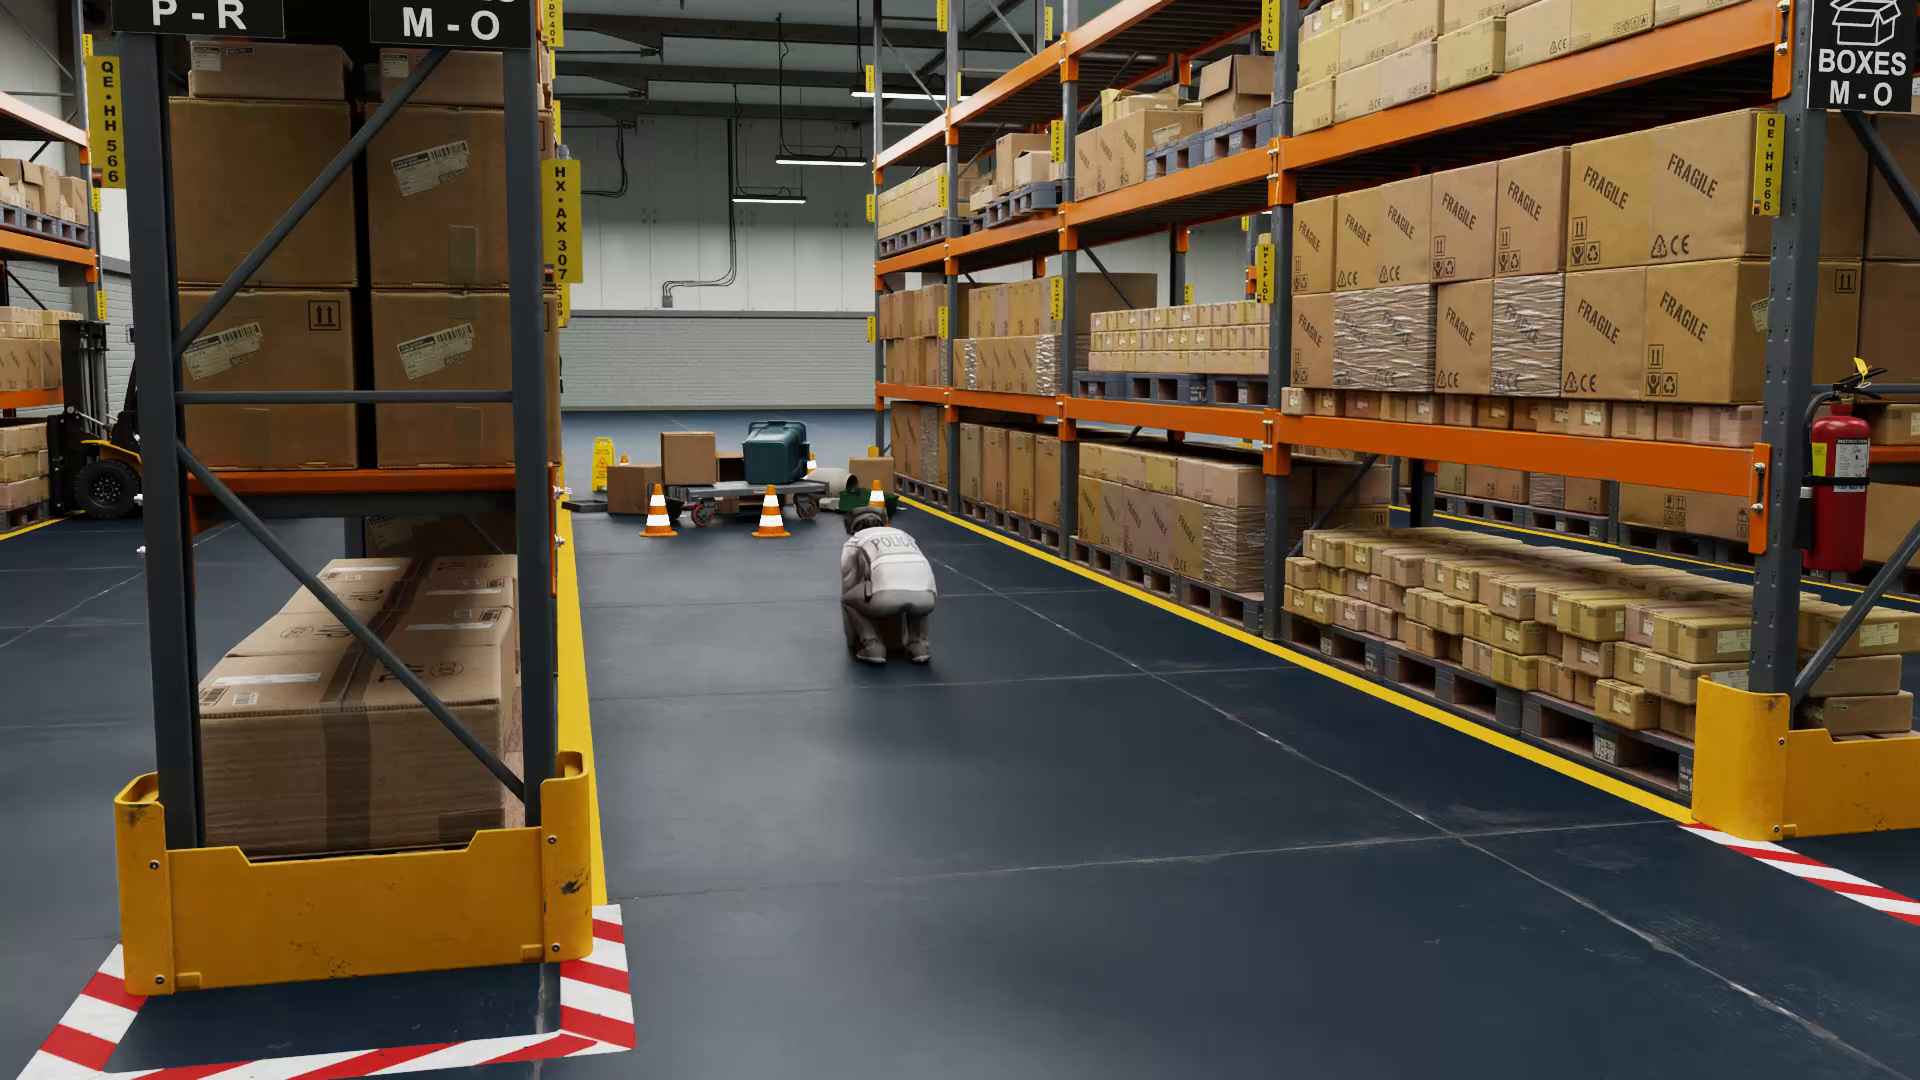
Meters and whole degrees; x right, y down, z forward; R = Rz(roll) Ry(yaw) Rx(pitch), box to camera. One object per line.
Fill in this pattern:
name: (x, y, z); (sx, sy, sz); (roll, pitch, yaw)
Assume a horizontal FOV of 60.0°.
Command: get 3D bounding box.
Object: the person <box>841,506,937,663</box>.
person: (-0.396, 0.259, 9.024); (0.477, 0.847, 0.875); (-2, 6, -14)
